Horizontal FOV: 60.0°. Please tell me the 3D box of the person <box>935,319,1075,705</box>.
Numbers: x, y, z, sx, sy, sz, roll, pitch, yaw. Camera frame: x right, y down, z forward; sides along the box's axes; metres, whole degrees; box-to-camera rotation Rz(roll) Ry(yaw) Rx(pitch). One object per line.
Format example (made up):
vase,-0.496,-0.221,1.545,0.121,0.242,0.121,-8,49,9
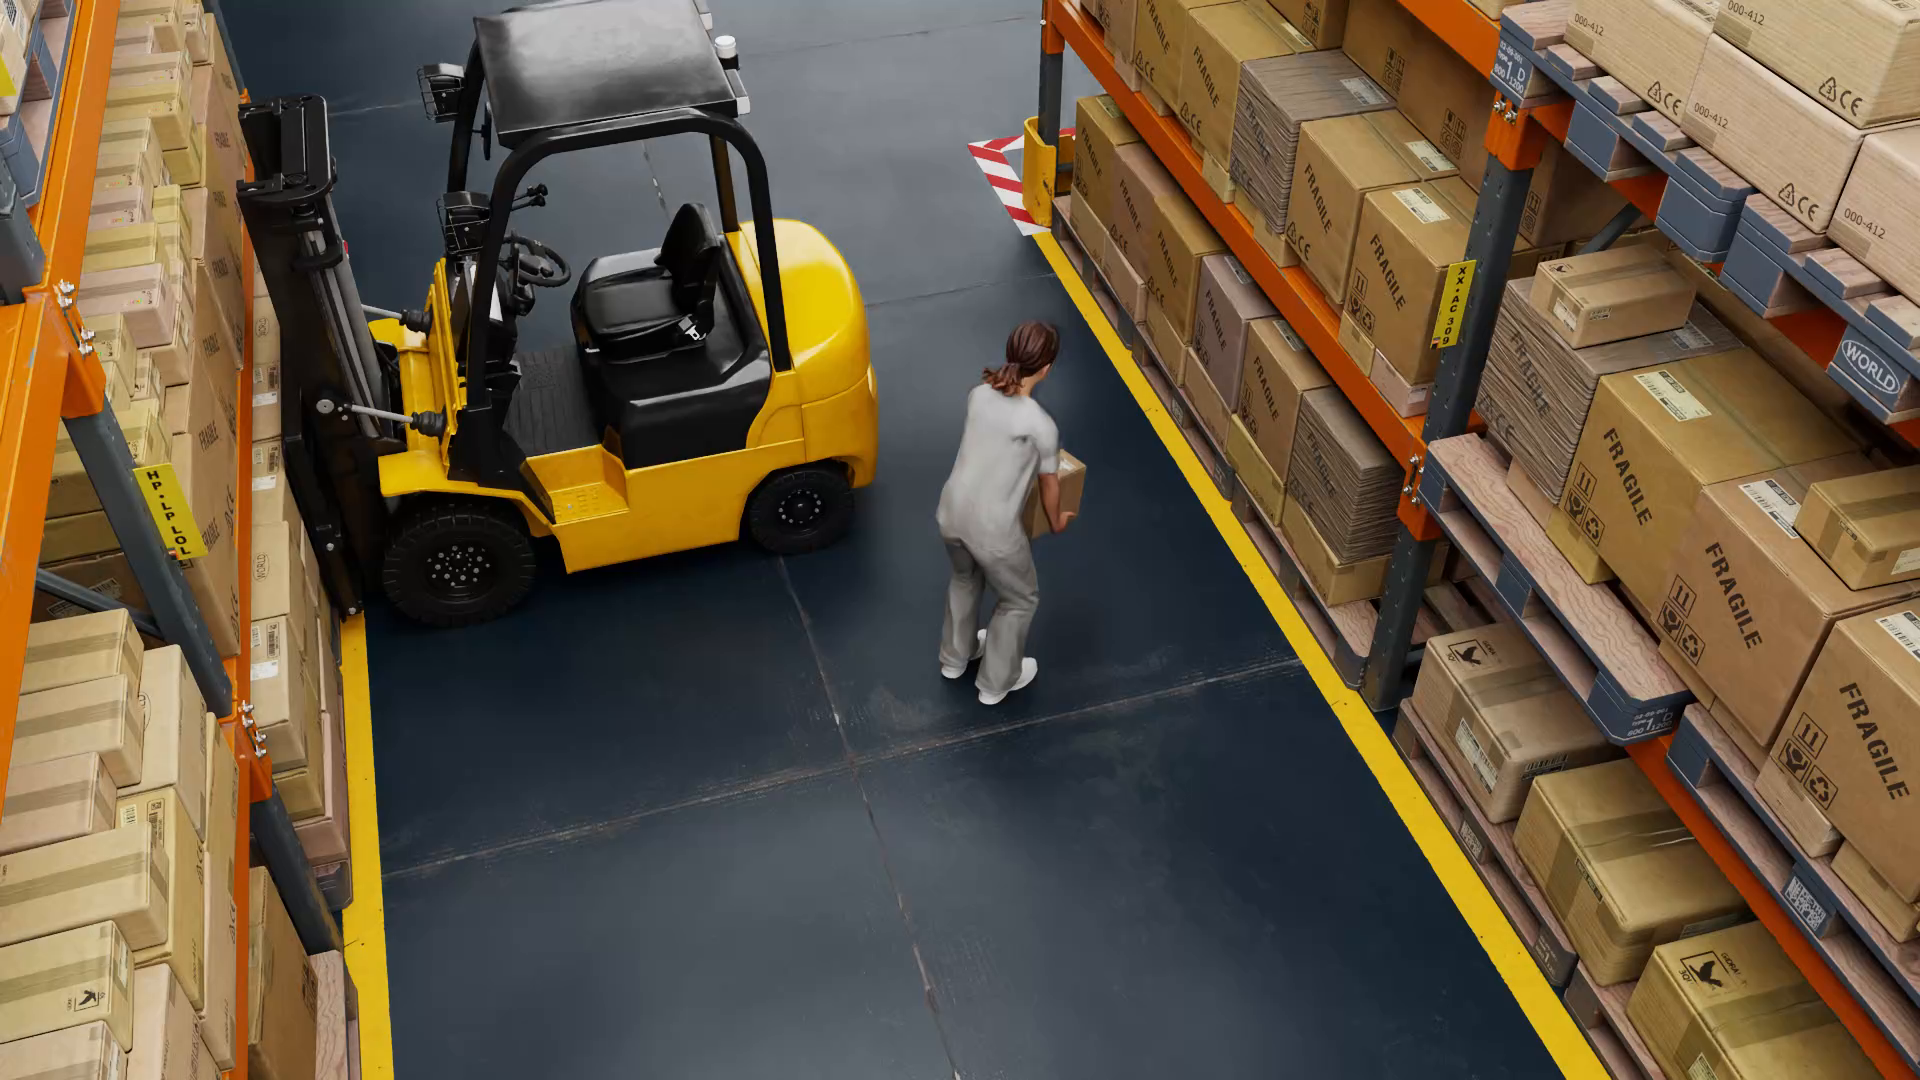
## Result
person,0.163,-0.094,6.326,0.408,1.599,0.551,32,51,30
